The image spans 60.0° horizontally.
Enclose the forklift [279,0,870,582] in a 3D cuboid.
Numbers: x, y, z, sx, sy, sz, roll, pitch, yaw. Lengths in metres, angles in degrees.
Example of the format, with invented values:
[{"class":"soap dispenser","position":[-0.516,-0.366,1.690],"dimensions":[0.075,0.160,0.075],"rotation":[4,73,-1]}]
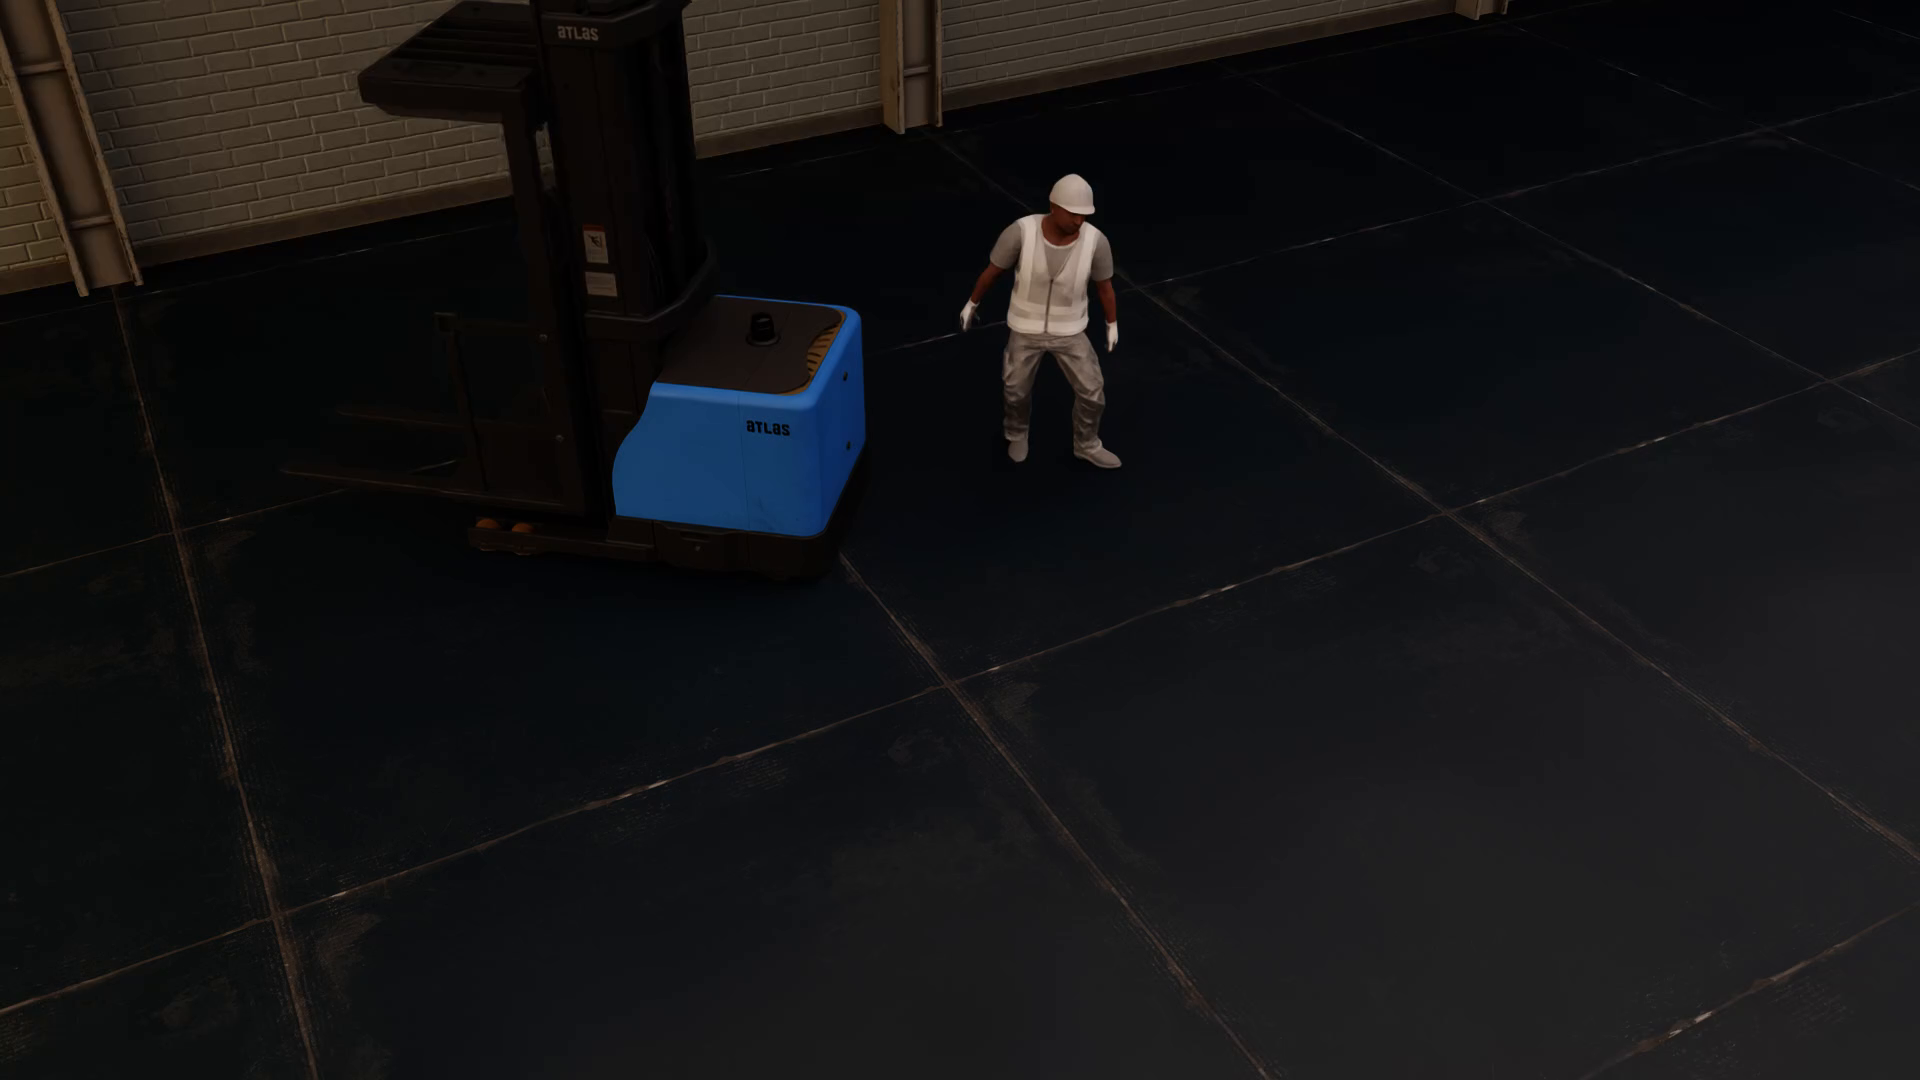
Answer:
[{"class":"forklift","position":[-2.059,-1.406,8.112],"dimensions":[3.031,2.935,1.130],"rotation":[7,36,9]}]

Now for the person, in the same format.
[{"class":"person","position":[0.449,-1.145,8.835],"dimensions":[0.907,1.753,0.484],"rotation":[3,35,4]}]
